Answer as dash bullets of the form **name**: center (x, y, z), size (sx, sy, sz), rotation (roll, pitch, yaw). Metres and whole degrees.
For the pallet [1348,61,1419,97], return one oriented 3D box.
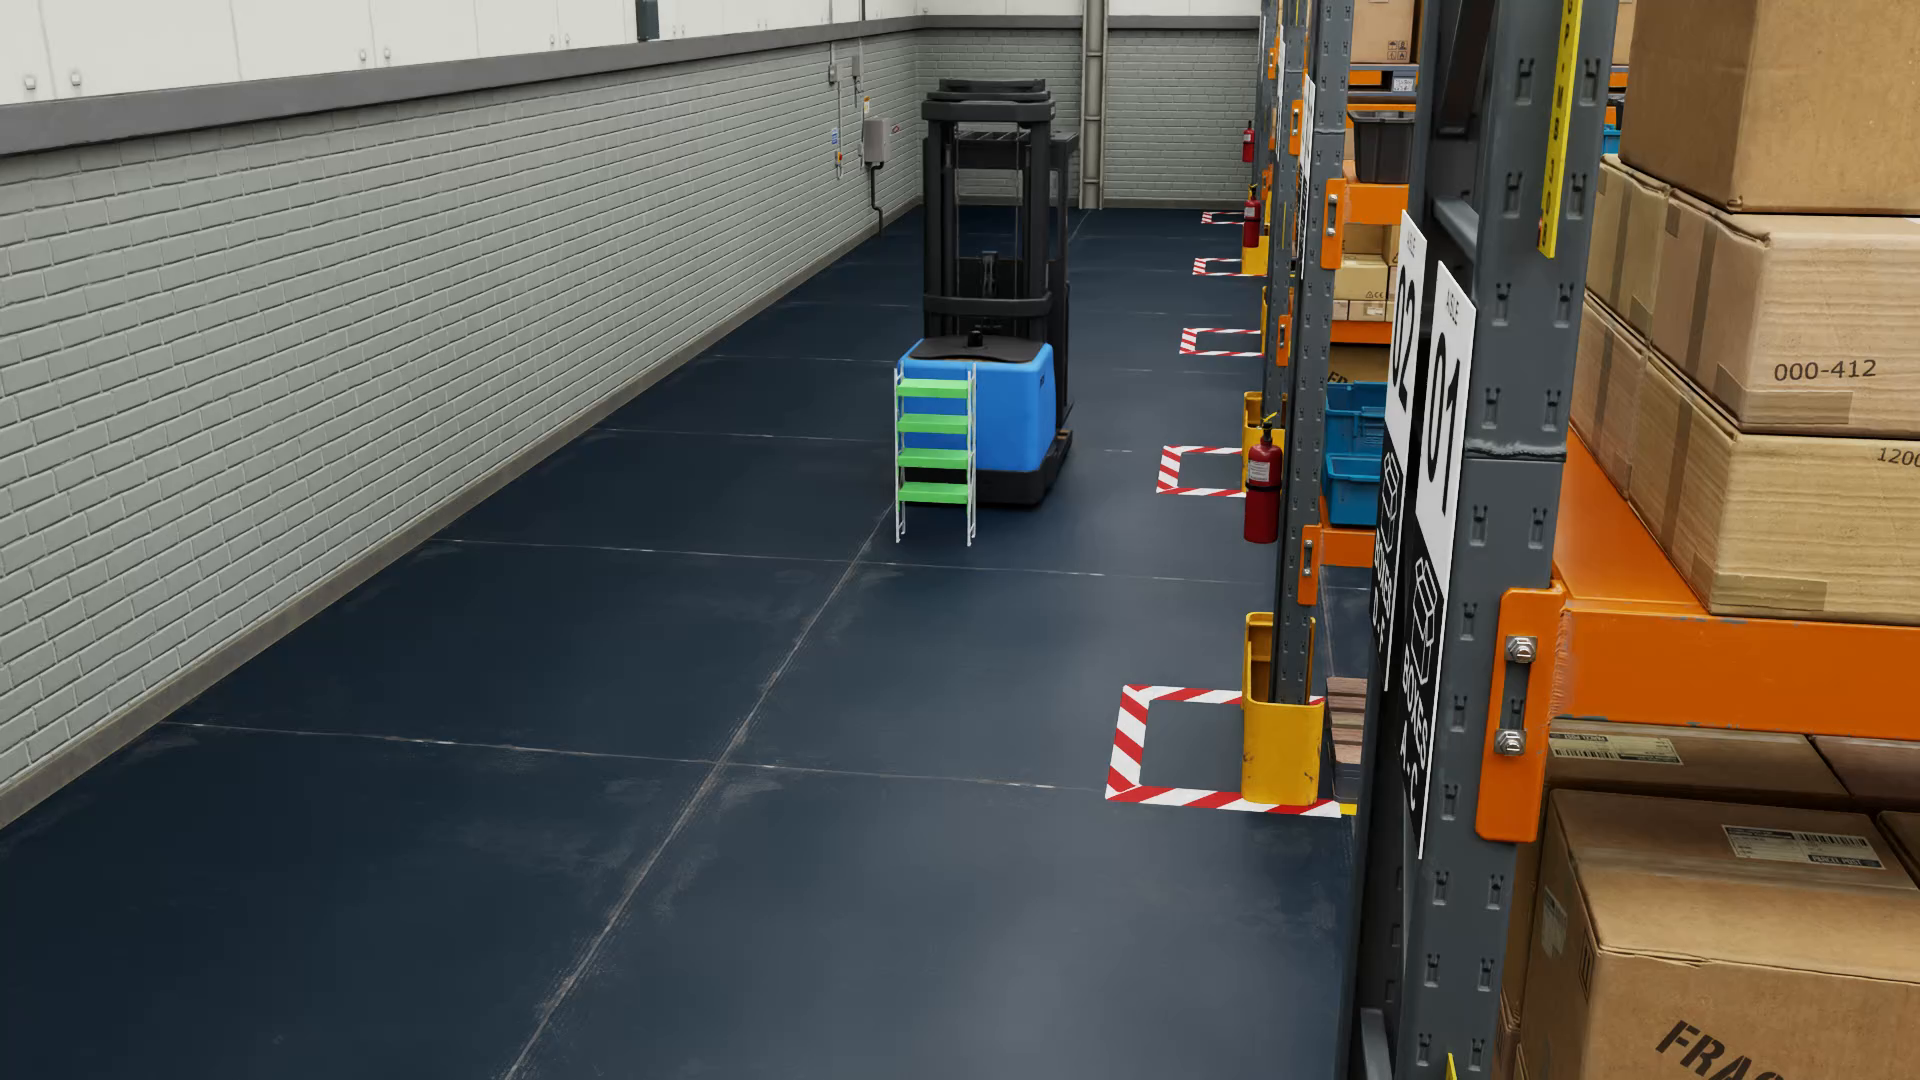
- **pallet**: center (3.108, -3.287, 11.812), size (1.213, 0.211, 1.003), rotation (3, 19, 9)

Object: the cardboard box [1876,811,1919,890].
- **cardboard box**: center (1.713, 0.770, 2.541), size (0.500, 0.500, 0.500), rotation (3, 19, 9)

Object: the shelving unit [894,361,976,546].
- **shelving unit**: center (-0.163, -0.577, 11.138), size (0.503, 1.200, 0.258), rotation (3, 19, 9)

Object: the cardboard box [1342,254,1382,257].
- **cardboard box**: center (2.895, -2.069, 12.528), size (0.500, 0.250, 0.500), rotation (3, 19, 8)

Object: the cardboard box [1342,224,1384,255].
- **cardboard box**: center (2.897, -2.424, 12.406), size (0.500, 0.500, 0.500), rotation (3, 19, 9)

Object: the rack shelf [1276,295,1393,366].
- **rack shelf**: center (4.349, -1.499, 12.189), size (4.000, 0.370, 1.077), rotation (3, 19, 9)

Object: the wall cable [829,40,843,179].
- **wall cable**: center (-1.625, -5.818, 22.315), size (0.123, 1.953, 0.585), rotation (3, 19, 9)

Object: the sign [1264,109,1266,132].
- **sign**: center (3.852, -5.320, 20.986), size (0.005, 0.325, 0.100), rotation (3, 19, 9)

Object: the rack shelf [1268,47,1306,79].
- **rack shelf**: center (5.921, -6.026, 20.992), size (4.000, 0.370, 1.077), rotation (3, 19, 9)

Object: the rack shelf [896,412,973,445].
- **rack shelf**: center (-0.163, -0.744, 11.082), size (0.480, 0.148, 0.258), rotation (3, 19, 9)

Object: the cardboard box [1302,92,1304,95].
- **cardboard box**: center (4.375, -5.453, 21.141), size (0.500, 0.500, 0.500), rotation (3, 19, 7)

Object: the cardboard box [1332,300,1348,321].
- **cardboard box**: center (2.673, -1.700, 12.053), size (0.250, 0.149, 0.380), rotation (3, 19, 9)

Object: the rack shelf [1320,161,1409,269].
- **rack shelf**: center (3.563, -1.370, 7.075), size (4.000, 0.370, 1.077), rotation (3, 19, 9)

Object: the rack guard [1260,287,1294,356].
- **rack guard**: center (3.336, -2.300, 17.390), size (0.348, 0.500, 1.175), rotation (3, 19, 9)

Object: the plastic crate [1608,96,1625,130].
- **plastic crate**: center (3.054, -1.619, 6.785), size (0.767, 0.338, 0.504), rotation (3, 19, 9)

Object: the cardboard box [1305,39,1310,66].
- **cardboard box**: center (3.752, -4.901, 16.732), size (0.500, 0.250, 0.500), rotation (3, 19, 7)

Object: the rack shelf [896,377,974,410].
- **rack shelf**: center (-0.163, -0.972, 11.006), size (0.480, 0.148, 0.258), rotation (3, 19, 9)

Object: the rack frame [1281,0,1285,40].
- **rack frame**: center (3.261, -6.334, 16.053), size (0.127, 3.000, 1.000), rotation (3, 19, 9)

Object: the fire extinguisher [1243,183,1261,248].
- **fire extinguisher**: center (3.085, -3.433, 17.546), size (0.183, 0.674, 0.296), rotation (3, 19, 9)

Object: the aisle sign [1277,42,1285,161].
- **aisle sign**: center (2.256, -3.083, 11.693), size (0.004, 0.787, 0.394), rotation (3, 19, 9)

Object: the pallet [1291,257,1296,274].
- **pallet**: center (4.748, -3.707, 22.050), size (1.213, 0.211, 1.003), rotation (3, 19, 9)

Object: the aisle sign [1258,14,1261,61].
- **aisle sign**: center (4.616, -7.745, 25.625), size (0.004, 0.787, 0.394), rotation (3, 19, 9)

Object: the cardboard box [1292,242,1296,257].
- **cardboard box**: center (4.614, -4.028, 21.989), size (0.875, 0.438, 0.875), rotation (2, 19, 7)

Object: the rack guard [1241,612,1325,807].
- **rack guard**: center (1.563, 0.799, 8.126), size (0.348, 0.500, 1.175), rotation (3, 19, 9)

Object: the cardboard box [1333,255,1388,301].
- **cardboard box**: center (2.805, -1.902, 12.027), size (0.500, 0.250, 0.500), rotation (2, 19, 7)

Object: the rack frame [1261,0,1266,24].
- **rack frame**: center (4.730, -9.445, 25.351), size (0.127, 3.000, 1.000), rotation (3, 19, 9)

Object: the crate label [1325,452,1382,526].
- **crate label**: center (1.780, -0.222, 7.410), size (0.303, 0.233, 0.416), rotation (3, 19, 9)

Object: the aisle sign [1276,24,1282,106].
- **aisle sign**: center (3.236, -4.820, 16.884), size (0.004, 0.787, 0.394), rotation (3, 19, 9)

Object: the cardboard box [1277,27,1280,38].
- **cardboard box**: center (5.008, -7.815, 25.601), size (0.250, 0.149, 0.380), rotation (3, 19, 10)

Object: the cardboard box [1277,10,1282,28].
- **cardboard box**: center (5.125, -7.985, 25.481), size (0.500, 0.250, 0.500), rotation (3, 19, 8)

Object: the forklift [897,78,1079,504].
- **forklift**: center (0.309, -2.072, 12.877), size (1.130, 2.935, 3.031), rotation (3, 19, 10)

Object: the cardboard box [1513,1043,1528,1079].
- **cardboard box**: center (1.196, 1.220, 2.771), size (0.500, 0.500, 0.500), rotation (3, 19, 10)

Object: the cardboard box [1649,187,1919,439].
- **cardboard box**: center (1.265, -0.318, 2.248), size (0.500, 0.250, 0.500), rotation (3, 19, 9)

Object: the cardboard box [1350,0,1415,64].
- **cardboard box**: center (2.896, -3.648, 11.773), size (0.500, 0.500, 0.700), rotation (2, 19, 5)

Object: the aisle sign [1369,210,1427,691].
- **aisle sign**: center (0.781, -0.169, 2.985), size (0.004, 0.787, 0.394), rotation (3, 19, 9)

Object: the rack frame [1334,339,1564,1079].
- **rack frame**: center (0.799, 1.163, 3.101), size (0.127, 3.000, 1.000), rotation (3, 19, 9)

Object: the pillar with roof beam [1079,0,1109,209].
- **pillar with roof beam**: center (1.528, -8.515, 22.569), size (0.400, 9.000, 9.100), rotation (3, 19, 9)

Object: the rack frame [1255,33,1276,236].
- **rack frame**: center (3.946, -5.045, 21.655), size (0.127, 3.000, 1.000), rotation (3, 19, 9)

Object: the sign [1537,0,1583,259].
- **sign**: center (0.713, -0.504, 1.978), size (0.005, 0.325, 0.100), rotation (3, 19, 9)

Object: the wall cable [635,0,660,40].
- **wall cable**: center (-2.662, -7.676, 14.991), size (0.120, 5.999, 2.277), rotation (3, 19, 9)
